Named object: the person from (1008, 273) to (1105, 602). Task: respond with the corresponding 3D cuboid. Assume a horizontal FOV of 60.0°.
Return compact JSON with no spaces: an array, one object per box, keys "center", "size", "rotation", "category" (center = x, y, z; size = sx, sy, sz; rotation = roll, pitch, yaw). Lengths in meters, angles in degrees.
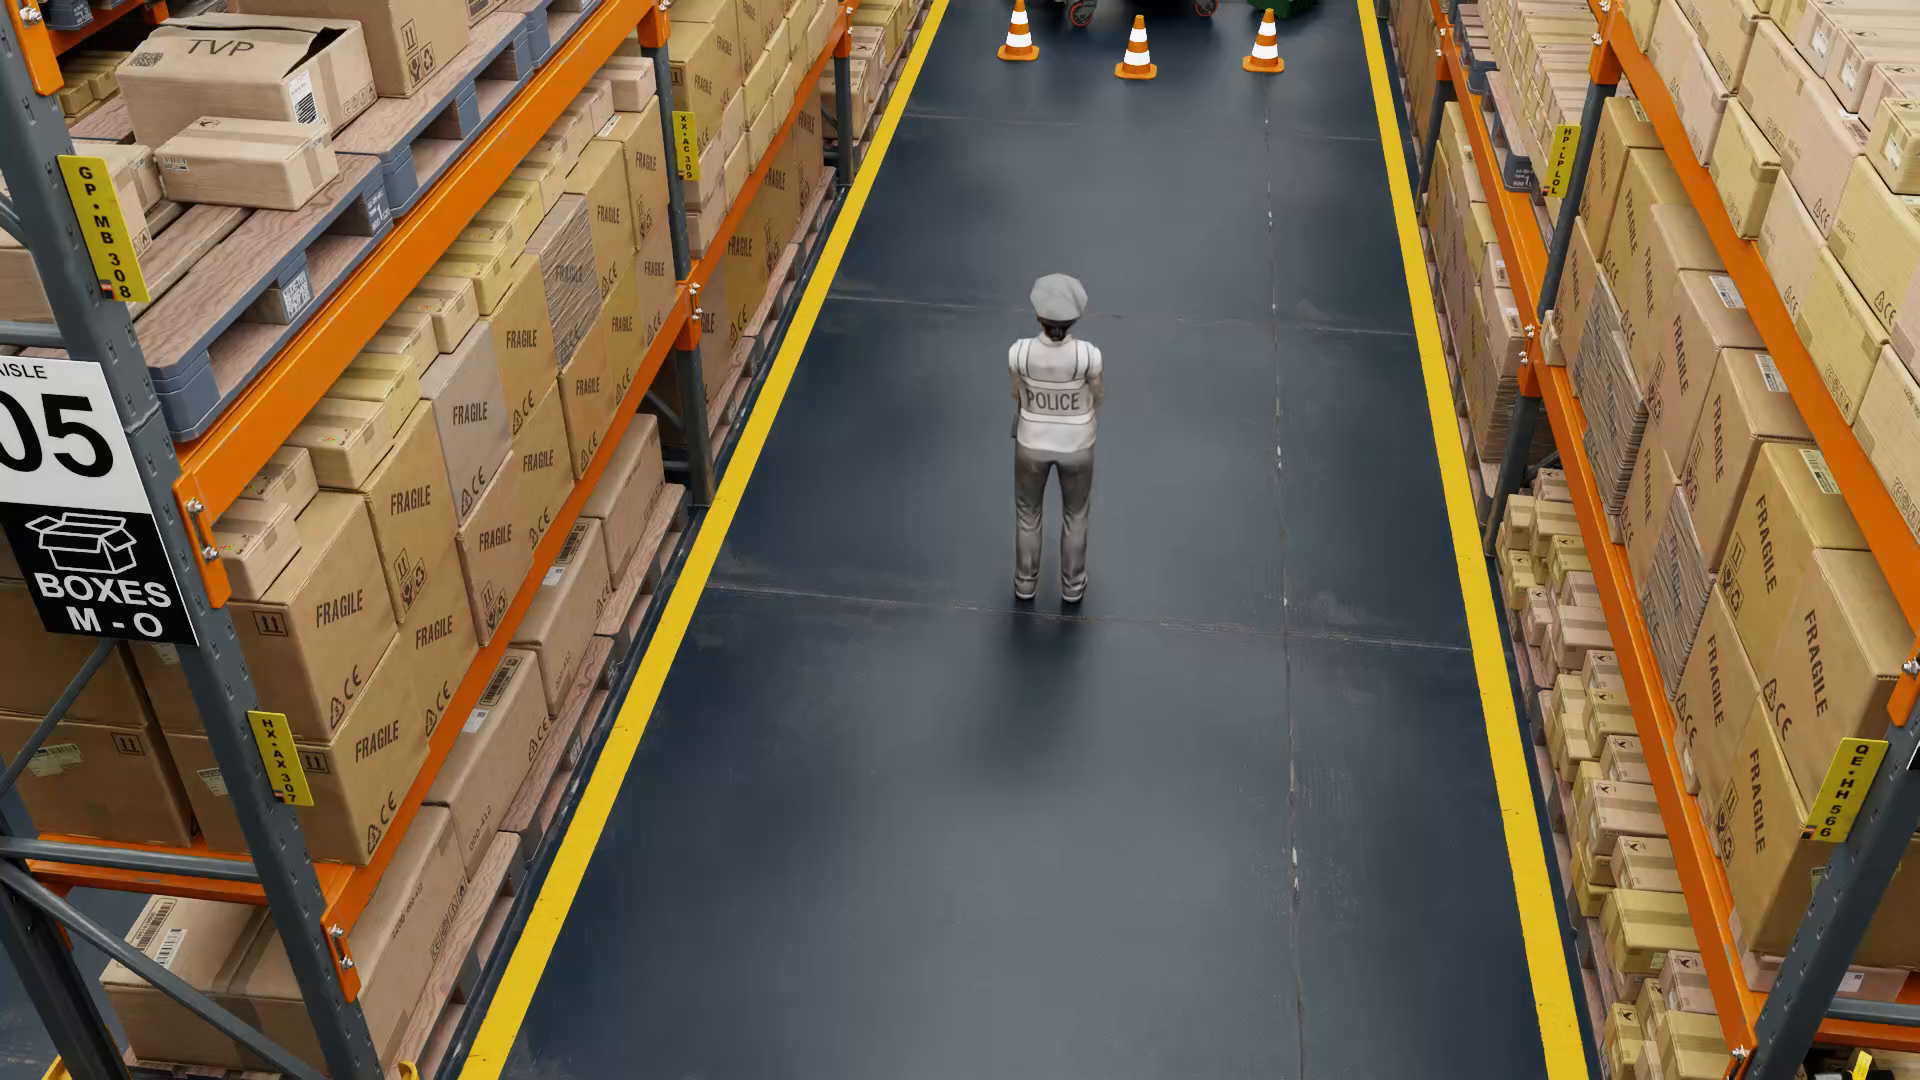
[{"center":[0.440,-0.492,7.690],"size":[0.435,1.691,0.525],"rotation":[4,37,5],"category":"person"}]
